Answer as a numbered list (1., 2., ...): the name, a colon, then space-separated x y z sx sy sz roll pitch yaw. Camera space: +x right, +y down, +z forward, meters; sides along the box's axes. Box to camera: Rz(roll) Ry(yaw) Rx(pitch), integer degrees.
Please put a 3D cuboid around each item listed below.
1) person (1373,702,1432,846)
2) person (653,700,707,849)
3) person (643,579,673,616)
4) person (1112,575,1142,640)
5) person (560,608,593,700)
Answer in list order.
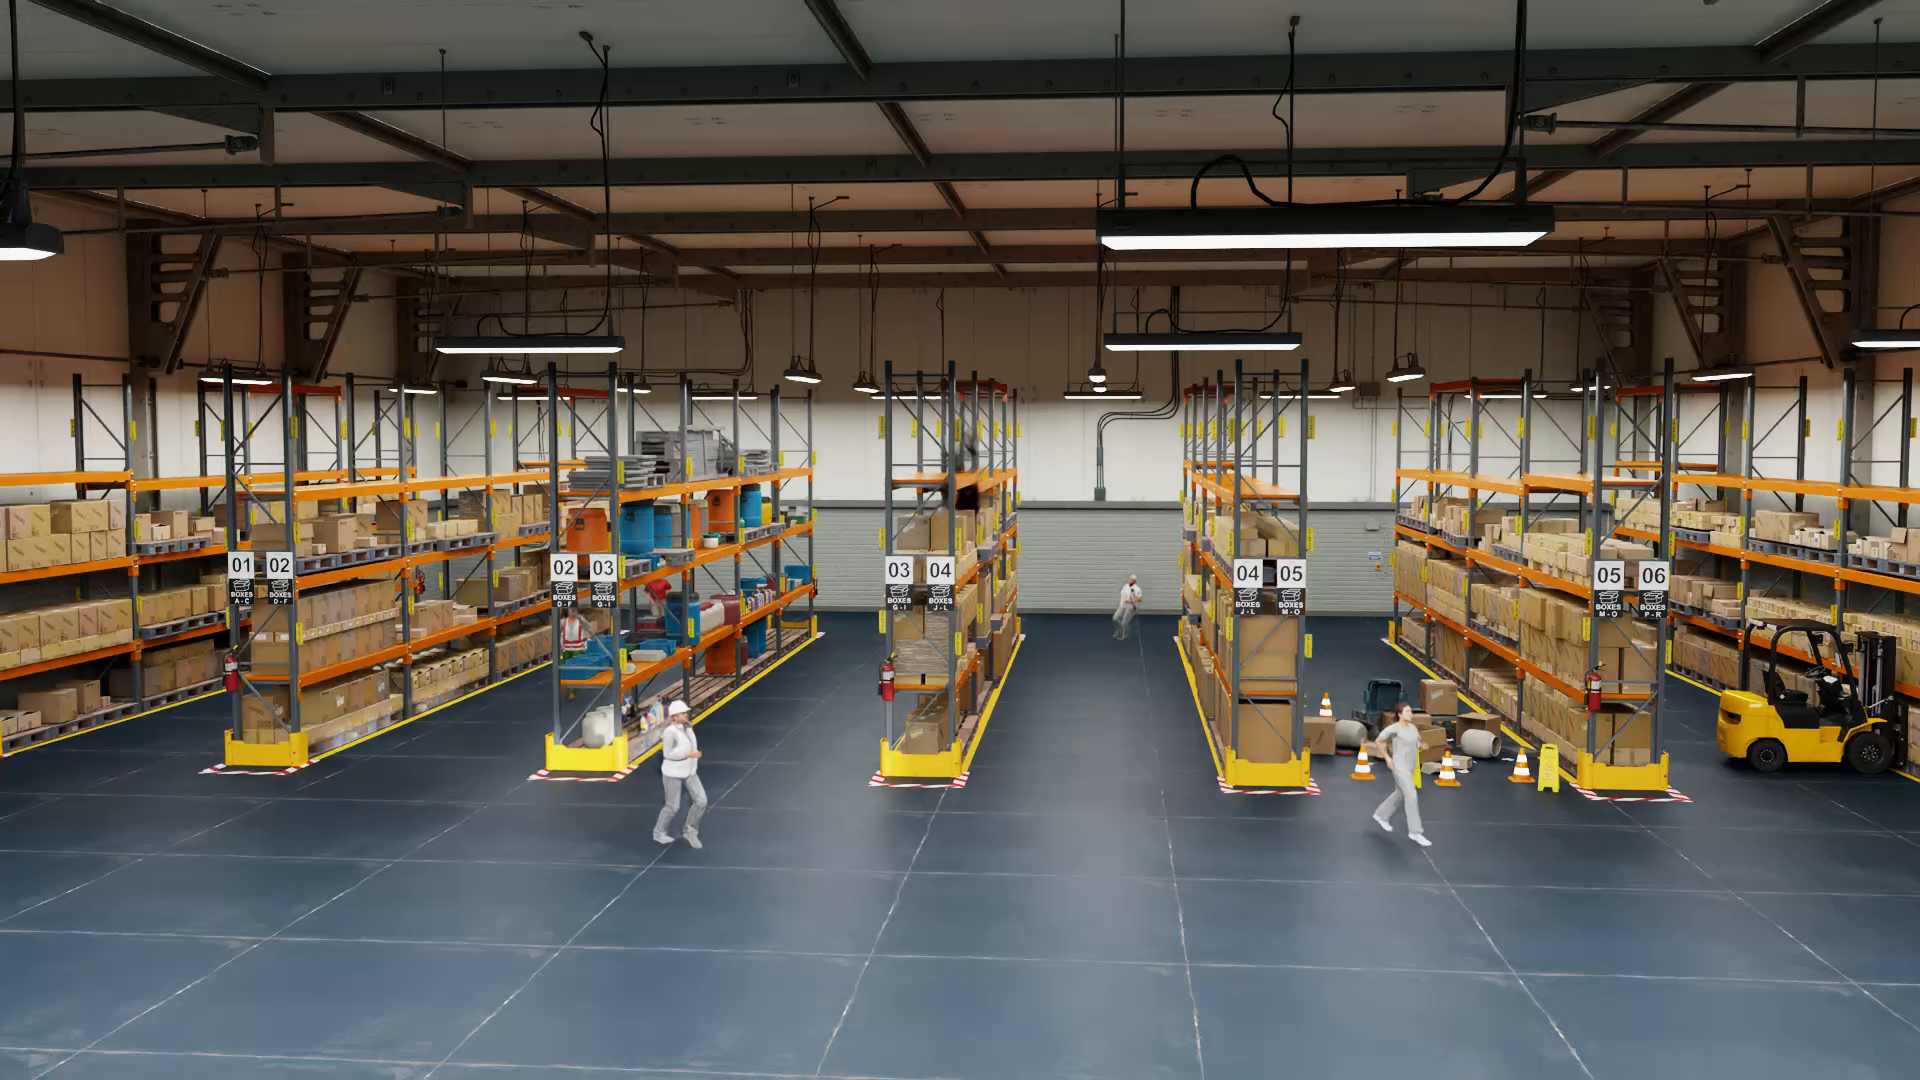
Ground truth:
1. person: 5.401 2.810 20.284 0.553 1.685 0.919 -3 5 -40
2. person: -3.330 2.819 19.884 0.786 1.809 0.609 2 4 31
3. person: -7.226 1.551 39.811 0.693 1.679 0.565 0 4 -7
4. person: 3.950 1.614 39.578 0.729 1.594 0.540 3 5 40
5. person: -7.245 2.072 31.185 0.684 1.780 0.782 0 4 -4
